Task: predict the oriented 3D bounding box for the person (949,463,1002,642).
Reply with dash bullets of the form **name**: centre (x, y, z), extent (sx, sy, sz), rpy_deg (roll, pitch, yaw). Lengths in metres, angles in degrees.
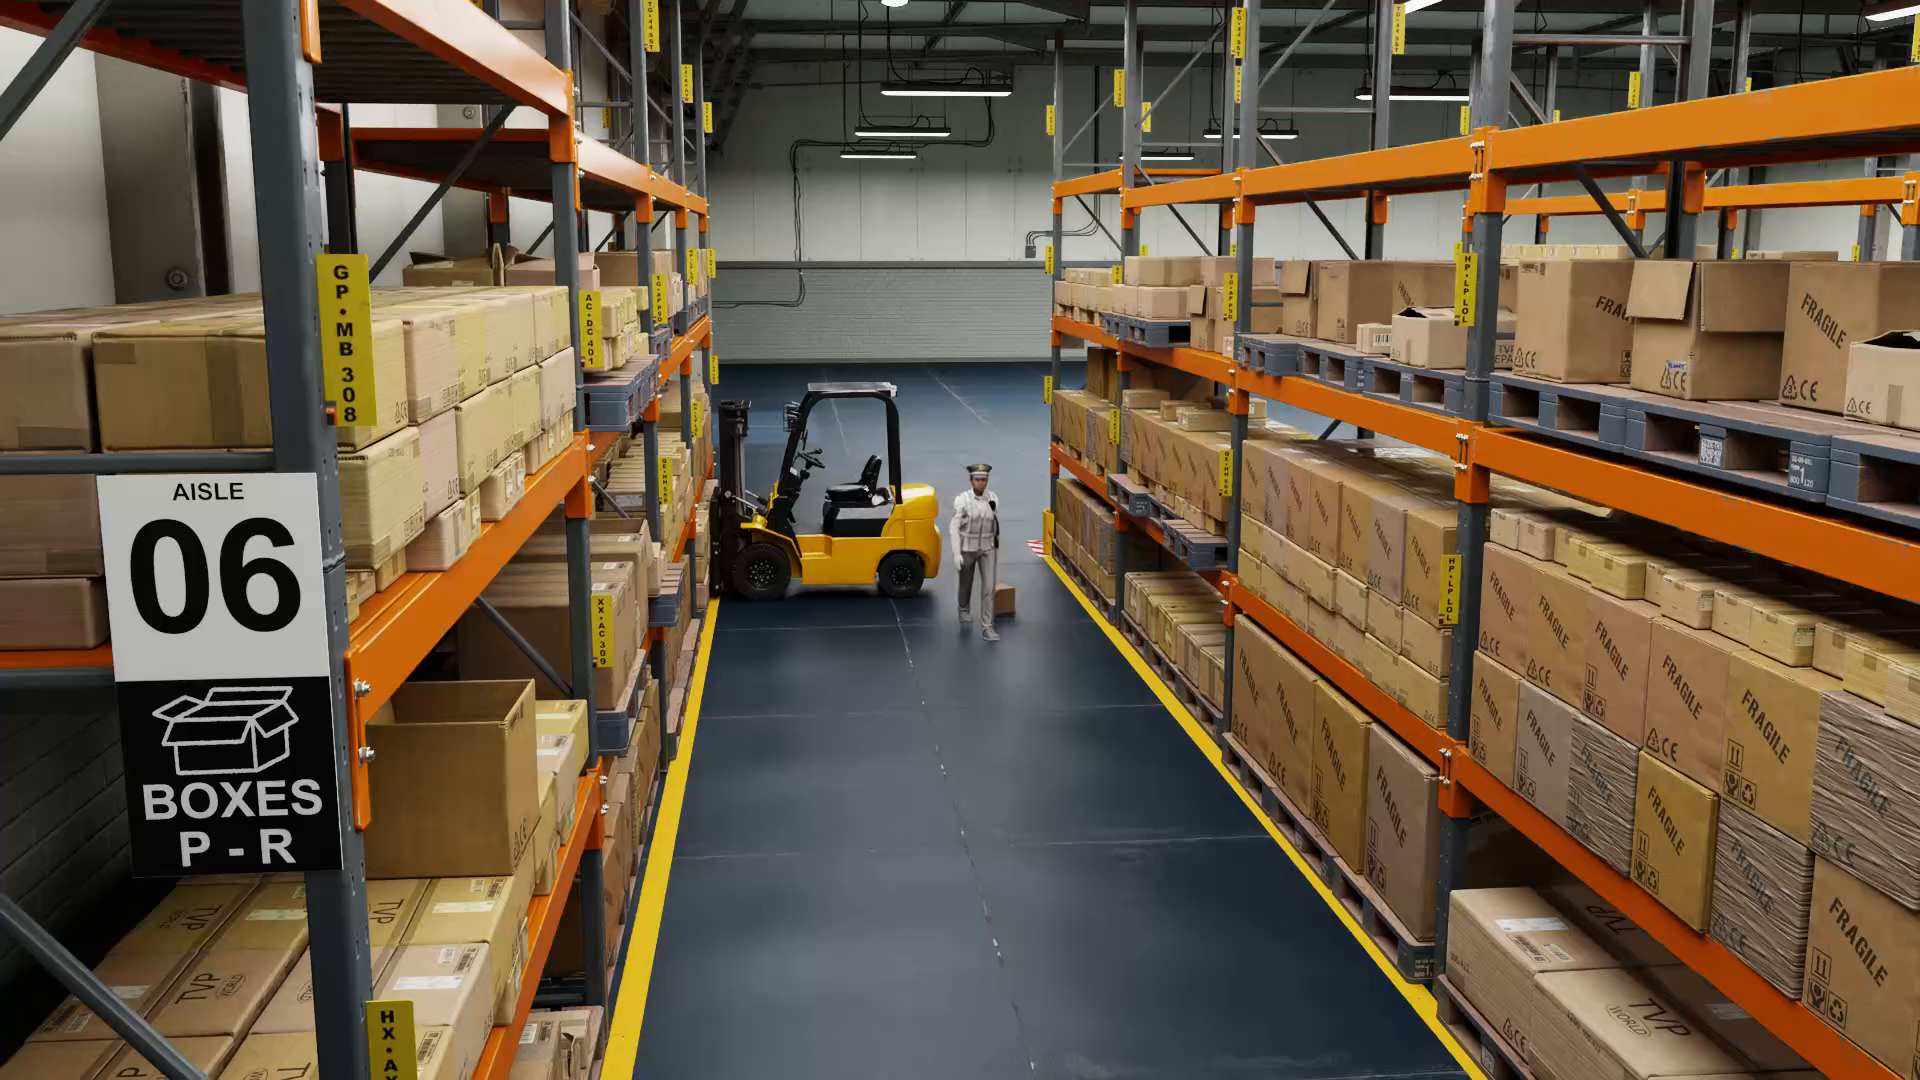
- **person**: centre (0.141, 0.080, 15.428), extent (0.512, 1.626, 1.030), rpy_deg (-2, 10, -11)
